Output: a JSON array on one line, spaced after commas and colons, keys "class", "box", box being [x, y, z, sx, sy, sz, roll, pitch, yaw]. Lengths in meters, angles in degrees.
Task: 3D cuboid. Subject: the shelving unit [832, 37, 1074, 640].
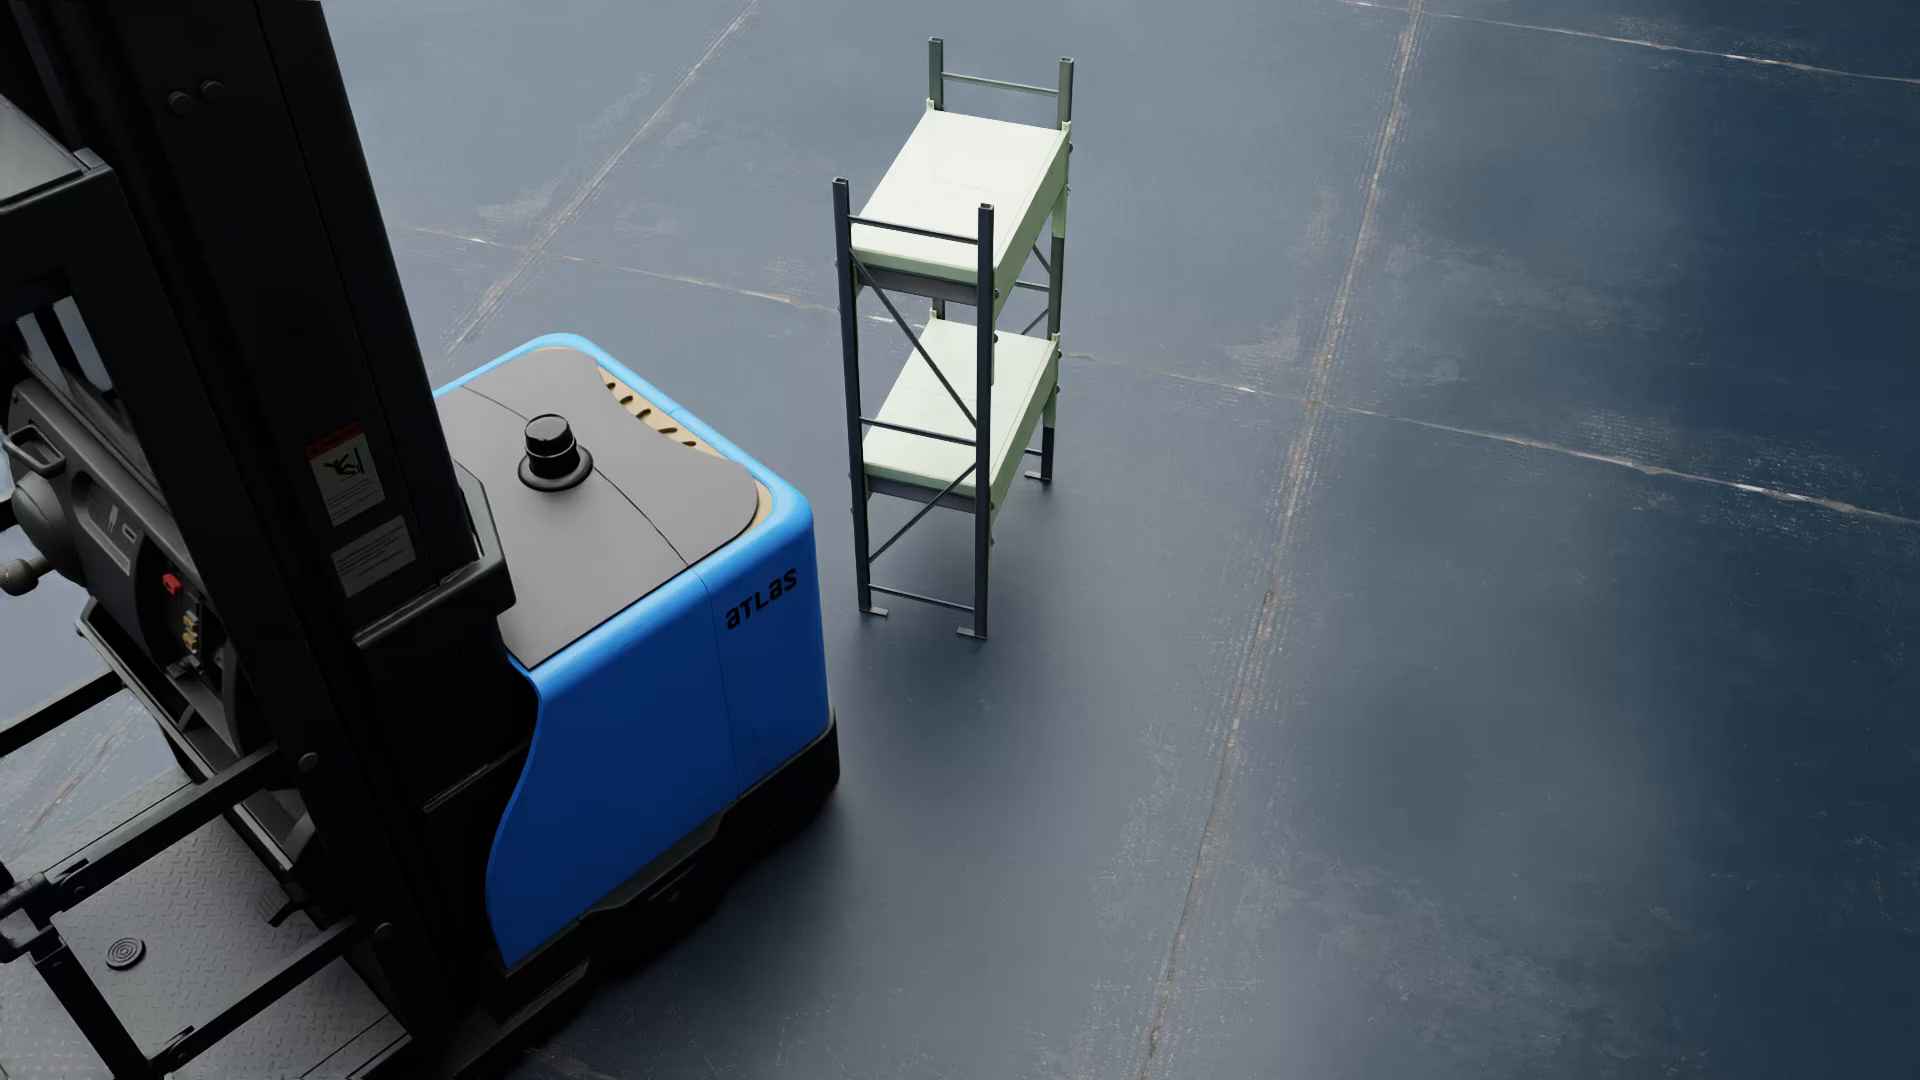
[{"class": "shelving unit", "box": [-0.002, -0.532, 4.721, 0.431, 1.500, 0.755, 13, 46, 12]}]

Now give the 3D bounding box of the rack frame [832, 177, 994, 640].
[{"class": "rack frame", "box": [-0.113, -0.288, 4.472, 0.400, 1.500, 0.023, 13, 46, 12]}]

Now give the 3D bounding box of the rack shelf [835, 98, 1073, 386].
[{"class": "rack shelf", "box": [-0.002, -0.811, 4.448, 0.431, 0.370, 0.720, 13, 46, 12]}]

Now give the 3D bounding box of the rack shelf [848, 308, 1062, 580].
[{"class": "rack shelf", "box": [-0.002, -0.299, 4.949, 0.431, 0.370, 0.720, 13, 46, 12]}]

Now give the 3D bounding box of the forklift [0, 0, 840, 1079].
[{"class": "forklift", "box": [-1.718, 0.130, 3.021, 1.130, 2.935, 3.031, 35, 54, 30]}]

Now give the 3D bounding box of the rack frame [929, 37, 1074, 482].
[{"class": "rack frame", "box": [0.109, -0.776, 4.970, 0.400, 1.500, 0.023, 13, 46, 12]}]
